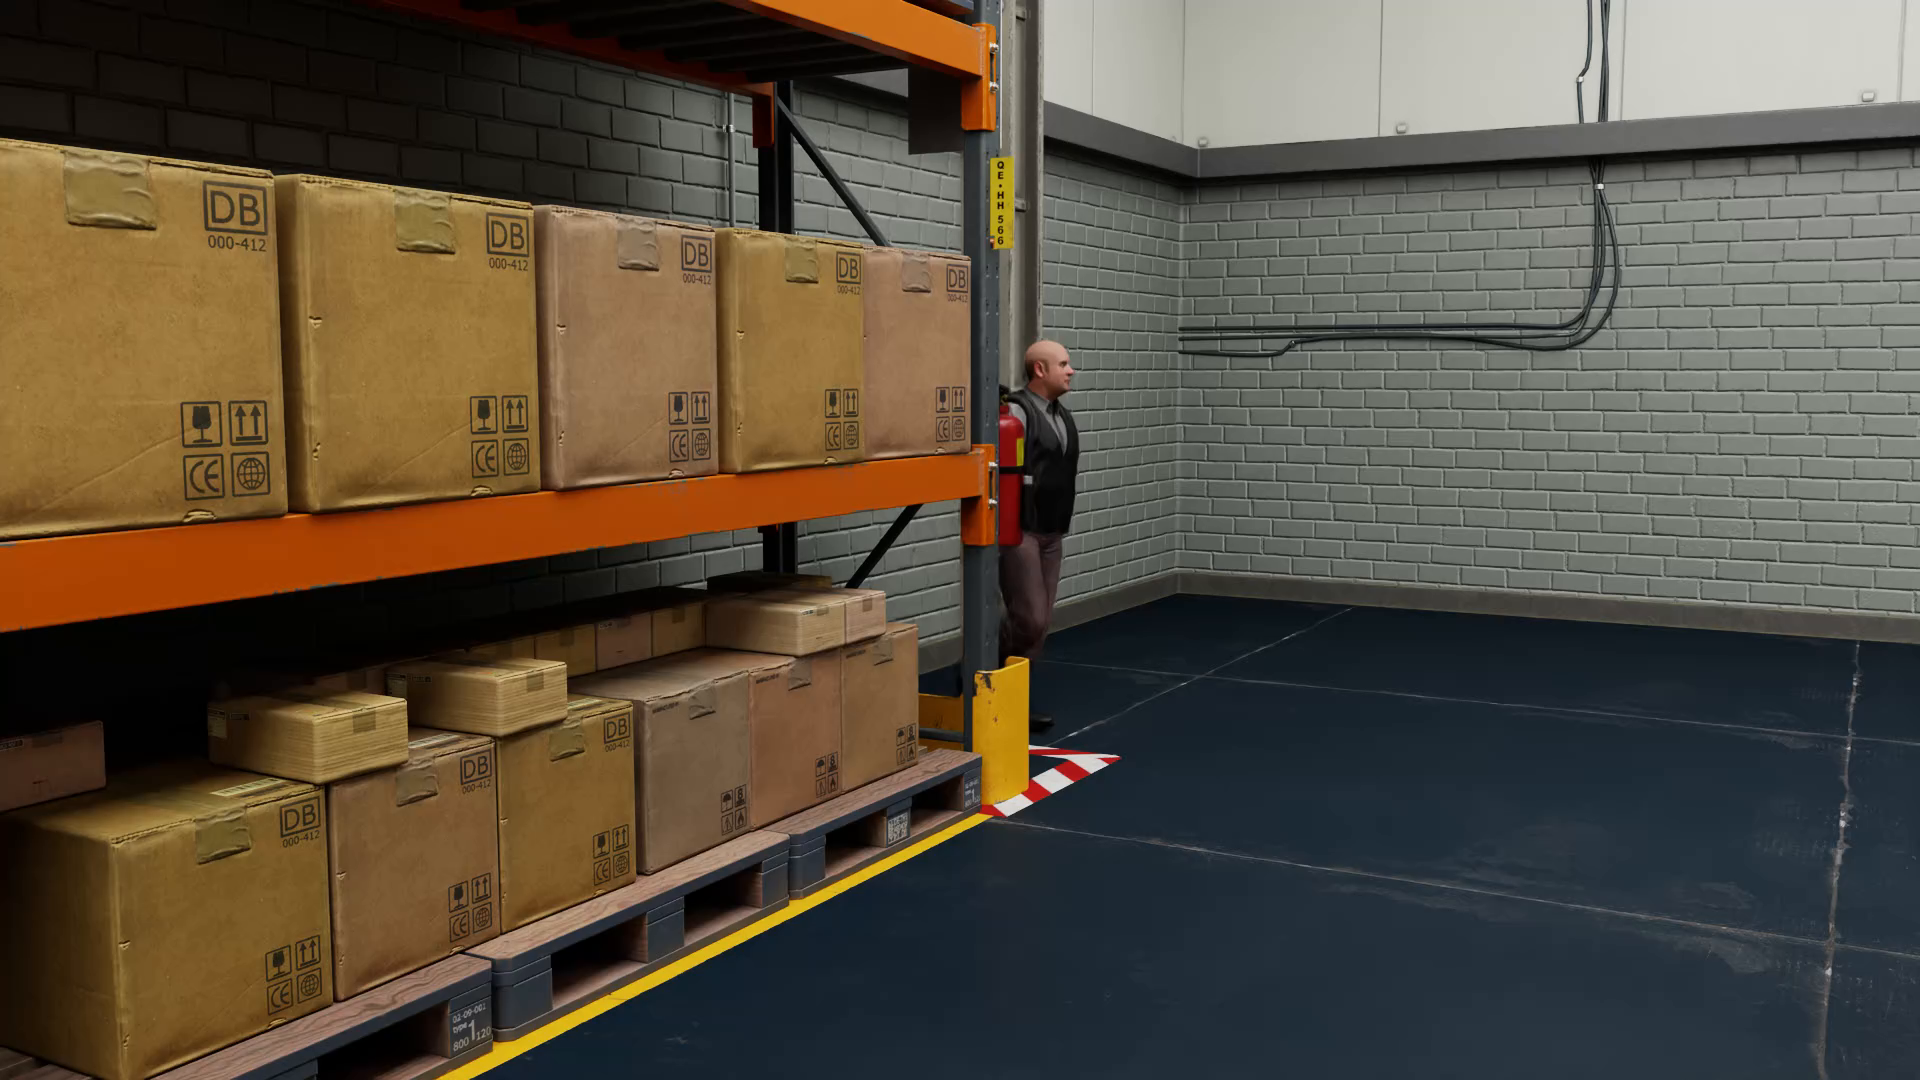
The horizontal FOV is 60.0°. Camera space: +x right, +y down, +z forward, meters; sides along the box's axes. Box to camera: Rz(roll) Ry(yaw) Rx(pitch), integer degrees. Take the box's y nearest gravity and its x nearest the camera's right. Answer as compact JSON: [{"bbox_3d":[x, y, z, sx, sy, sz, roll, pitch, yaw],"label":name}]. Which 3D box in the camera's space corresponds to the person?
[{"bbox_3d":[0.257,-0.019,7.344,0.488,1.712,0.583,4,7,36],"label":"person"}]
